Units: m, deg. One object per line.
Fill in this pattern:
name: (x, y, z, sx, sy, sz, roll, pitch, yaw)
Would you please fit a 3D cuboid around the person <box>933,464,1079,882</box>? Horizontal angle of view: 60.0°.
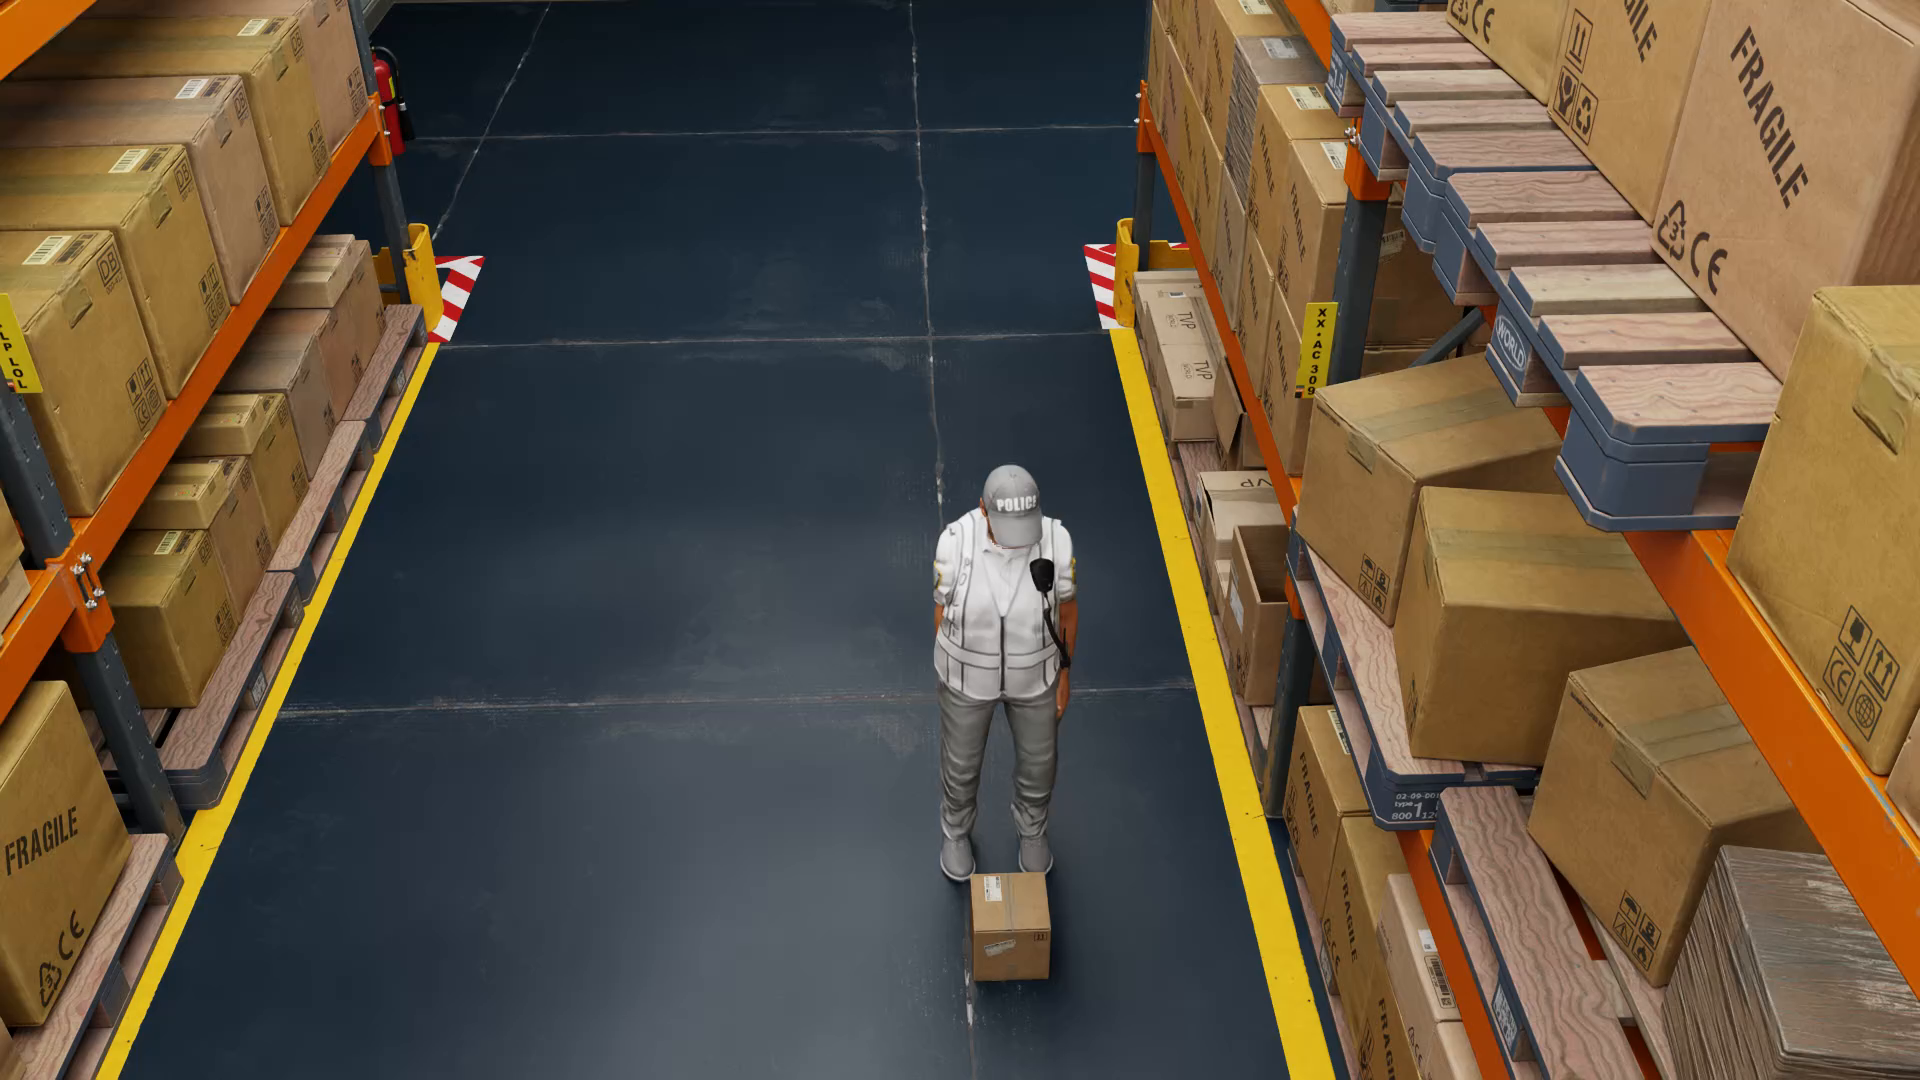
person: (0.151, 0.448, 5.530, 0.474, 1.654, 0.389, -2, 35, -2)
